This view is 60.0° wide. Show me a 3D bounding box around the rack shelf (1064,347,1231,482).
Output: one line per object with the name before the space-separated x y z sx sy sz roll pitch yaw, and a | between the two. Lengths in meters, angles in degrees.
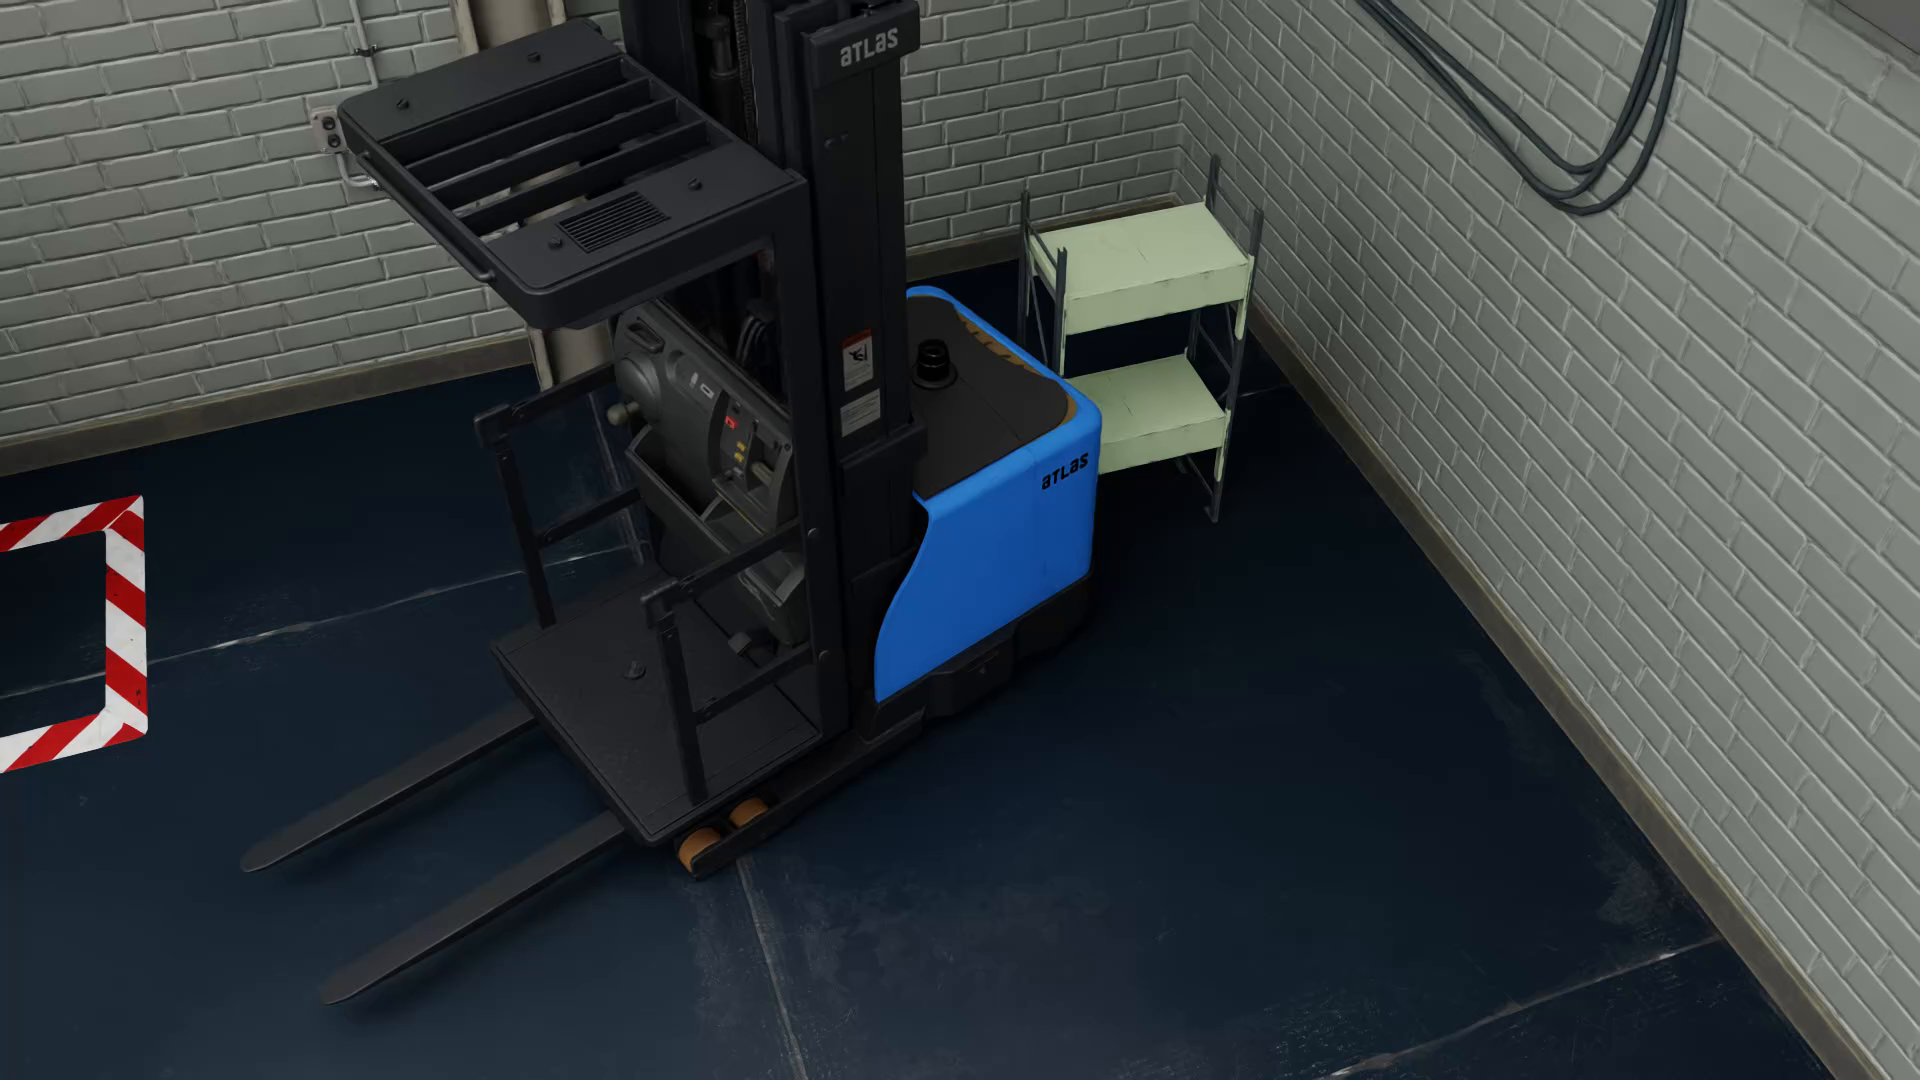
rack shelf | 0.636 -0.424 6.574 0.720 0.370 0.431 -13 47 -13

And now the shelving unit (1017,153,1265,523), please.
shelving unit | 0.636 -0.654 6.343 0.755 1.500 0.431 -13 47 -13

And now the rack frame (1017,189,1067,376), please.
rack frame | 0.289 -0.573 6.262 0.023 1.500 0.400 -13 47 -13

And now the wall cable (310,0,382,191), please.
wall cable | -3.074 -1.906 5.814 1.851 1.984 0.084 -14 47 -14

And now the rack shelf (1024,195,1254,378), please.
rack shelf | 0.636 -0.930 6.067 0.720 0.370 0.431 -13 47 -13

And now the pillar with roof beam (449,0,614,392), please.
pillar with roof beam | -0.249 -1.084 1.477 0.400 9.000 9.100 -14 47 -14

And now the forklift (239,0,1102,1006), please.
forklift | -0.958 -0.328 5.008 3.031 2.935 1.130 -30 52 -26

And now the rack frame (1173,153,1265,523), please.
rack frame | 0.983 -0.736 6.425 0.023 1.500 0.400 -13 47 -13

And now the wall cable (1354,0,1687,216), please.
wall cable | 1.484 -2.753 5.332 0.112 2.526 3.097 -14 47 -14
